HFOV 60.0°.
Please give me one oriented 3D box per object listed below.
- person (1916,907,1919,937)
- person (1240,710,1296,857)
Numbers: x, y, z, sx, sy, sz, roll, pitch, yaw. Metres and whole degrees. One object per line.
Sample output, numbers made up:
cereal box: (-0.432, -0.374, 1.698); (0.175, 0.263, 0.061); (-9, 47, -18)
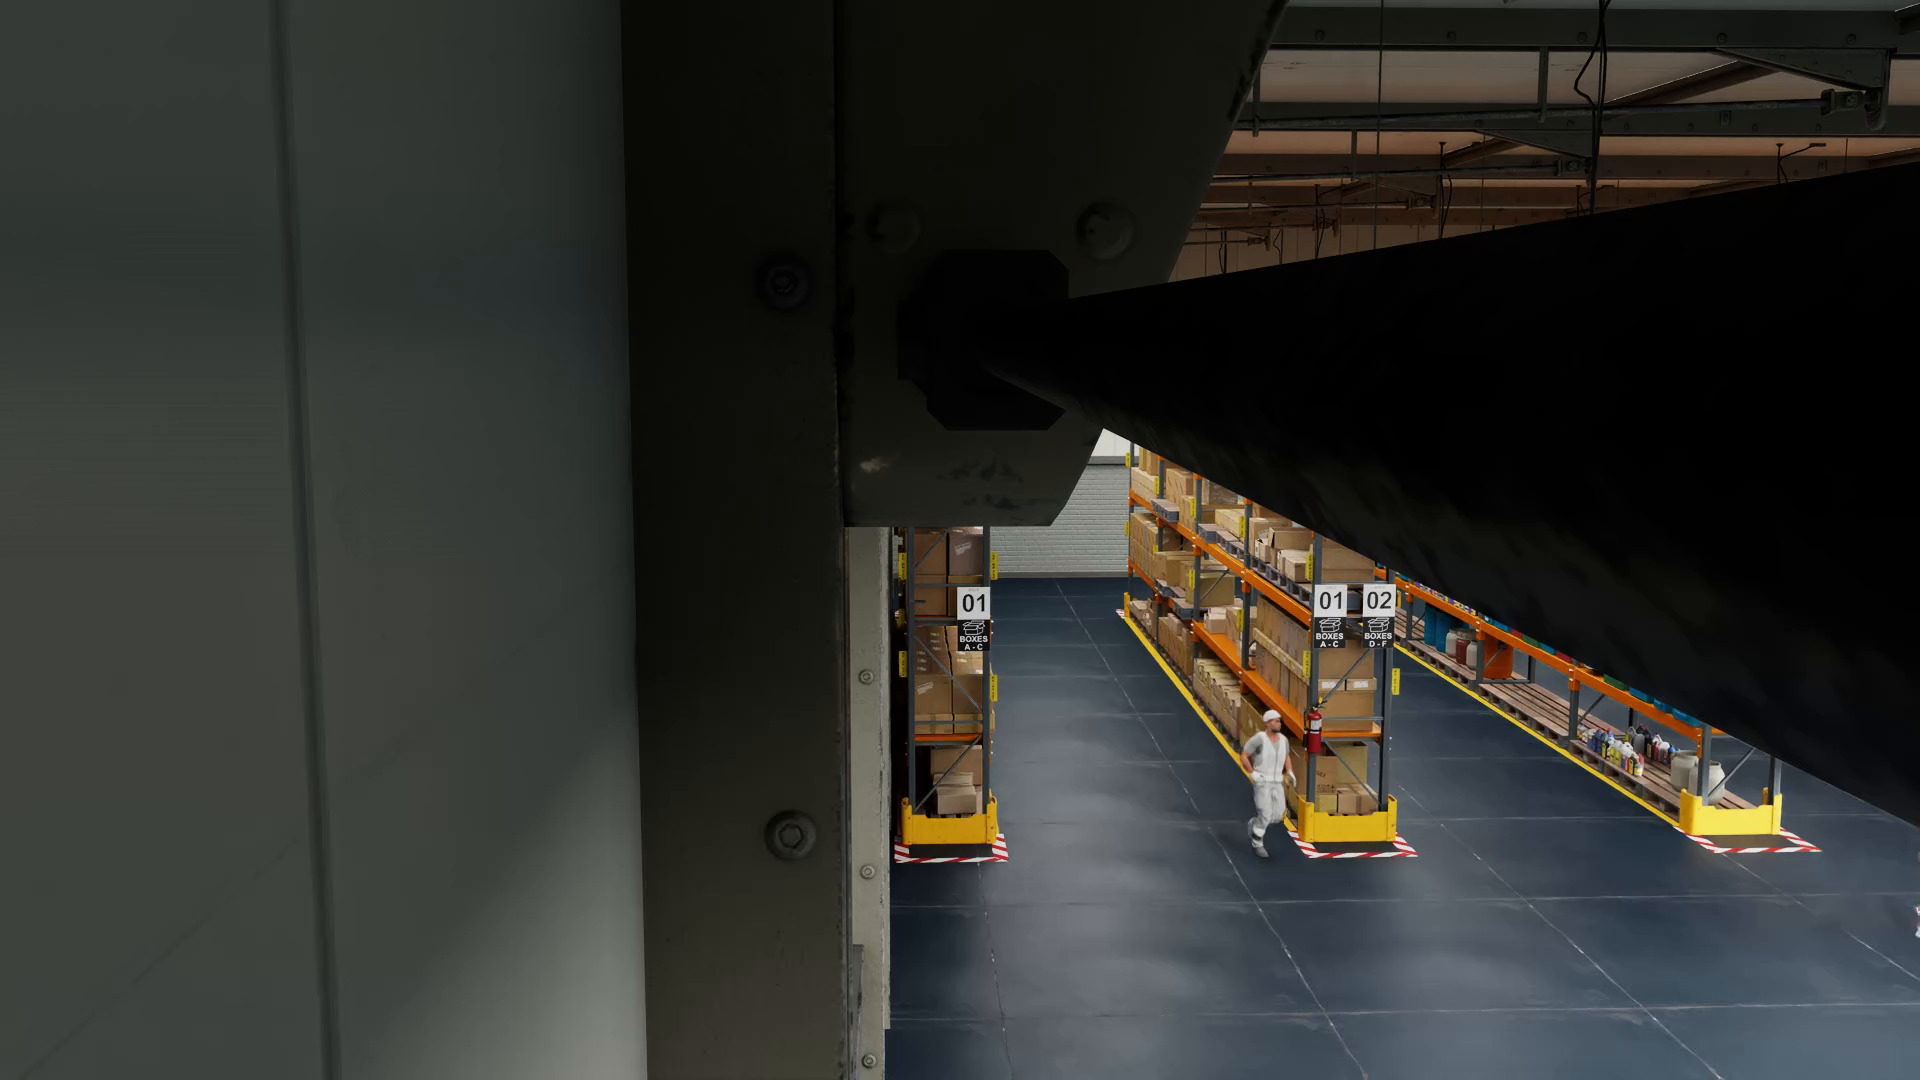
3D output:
person: (10.163, 3.342, 17.120); (0.537, 1.629, 0.573); (3, 8, 20)
person: (3.711, 2.913, 20.091); (0.722, 1.737, 0.557); (-4, 8, -27)
